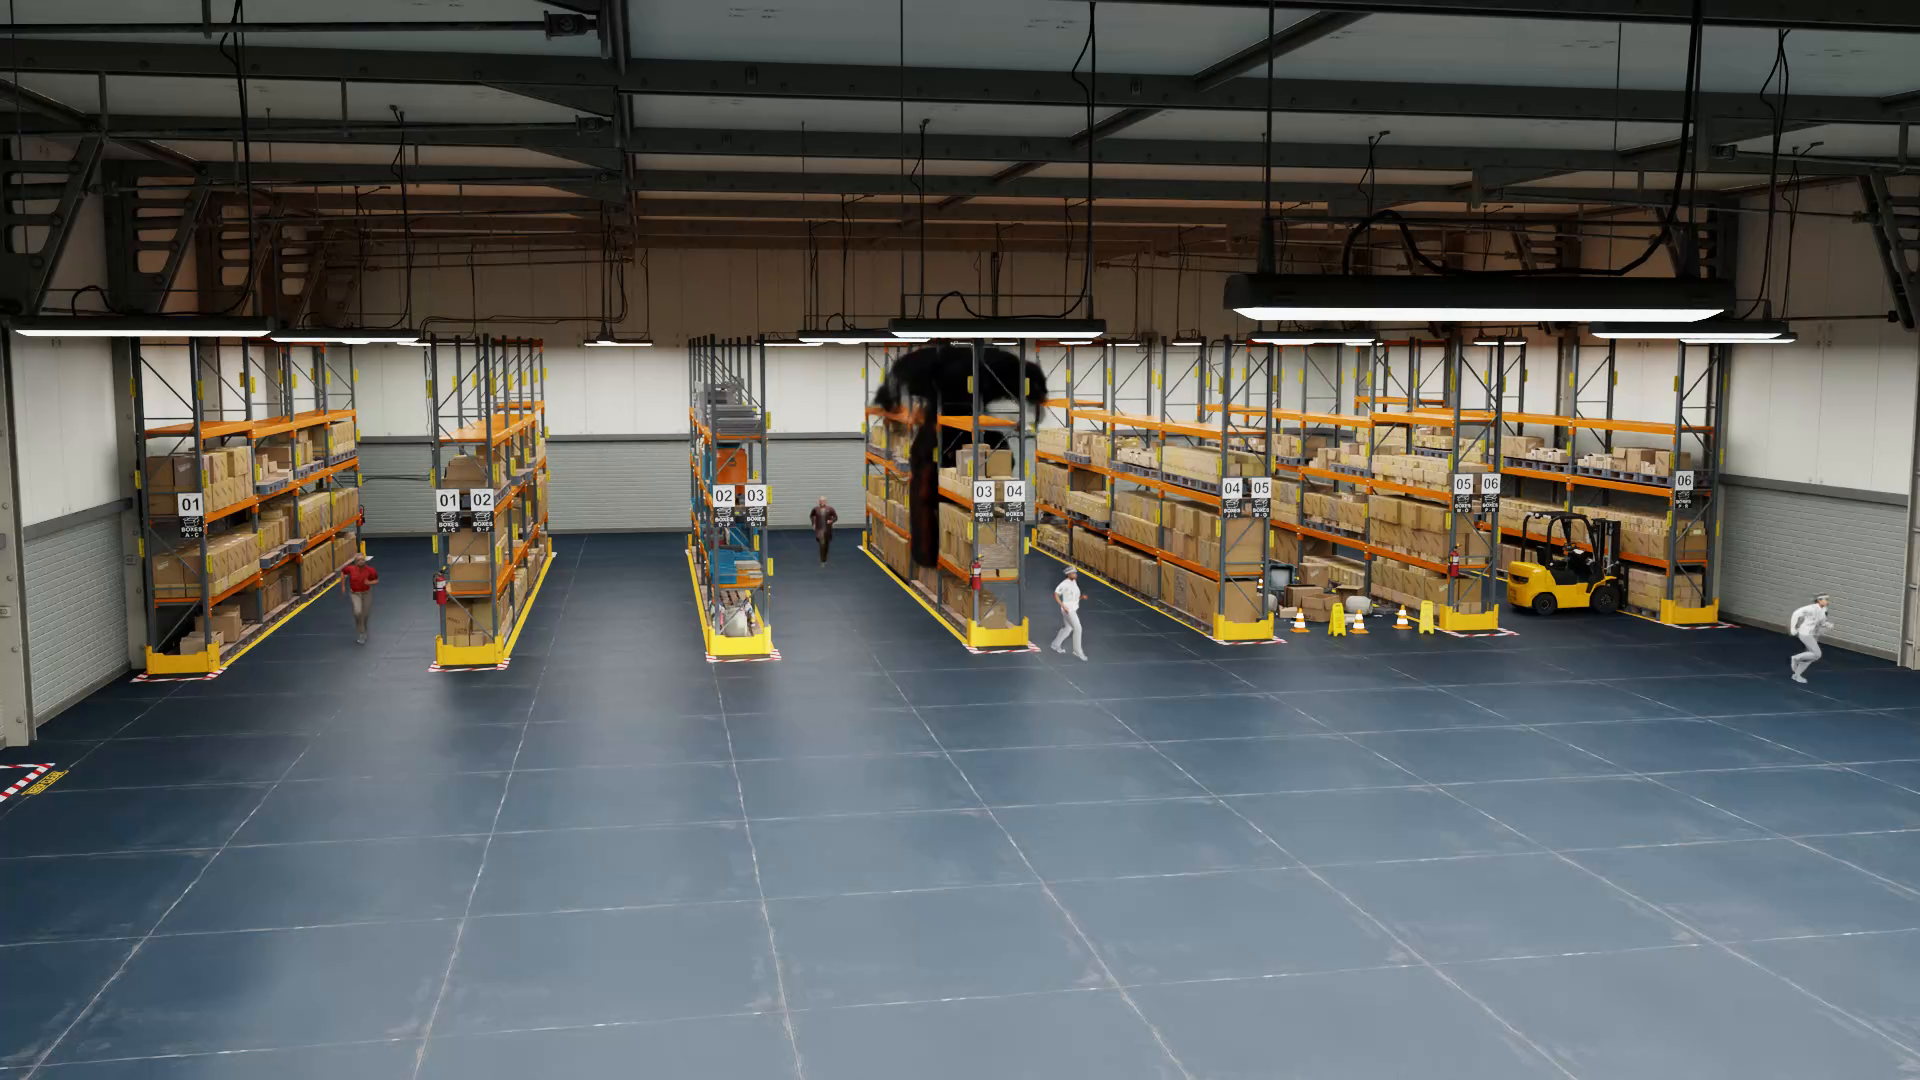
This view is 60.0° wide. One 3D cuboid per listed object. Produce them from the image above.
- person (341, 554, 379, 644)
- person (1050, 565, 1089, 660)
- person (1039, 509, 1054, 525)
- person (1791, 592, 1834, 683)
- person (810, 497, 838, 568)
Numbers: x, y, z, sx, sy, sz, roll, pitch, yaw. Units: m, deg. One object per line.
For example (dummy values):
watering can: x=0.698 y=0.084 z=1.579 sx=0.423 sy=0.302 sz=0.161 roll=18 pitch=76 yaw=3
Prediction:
person: x=-11.766 y=1.149 z=32.658 sx=0.686 sy=1.779 sz=0.876 roll=-3 pitch=7 yaw=-23
person: x=1.995 y=1.320 z=30.463 sx=0.737 sy=1.748 sz=0.575 roll=2 pitch=7 yaw=19
person: x=2.631 y=-0.794 z=50.039 sx=0.665 sy=1.564 sz=0.792 roll=2 pitch=7 yaw=19
person: x=14.669 y=1.665 z=28.578 sx=0.602 sy=1.613 sz=0.653 roll=-5 pitch=8 yaw=-36
person: x=-3.431 y=-0.193 z=42.022 sx=0.692 sy=1.809 sz=0.950 roll=-1 pitch=7 yaw=-9
